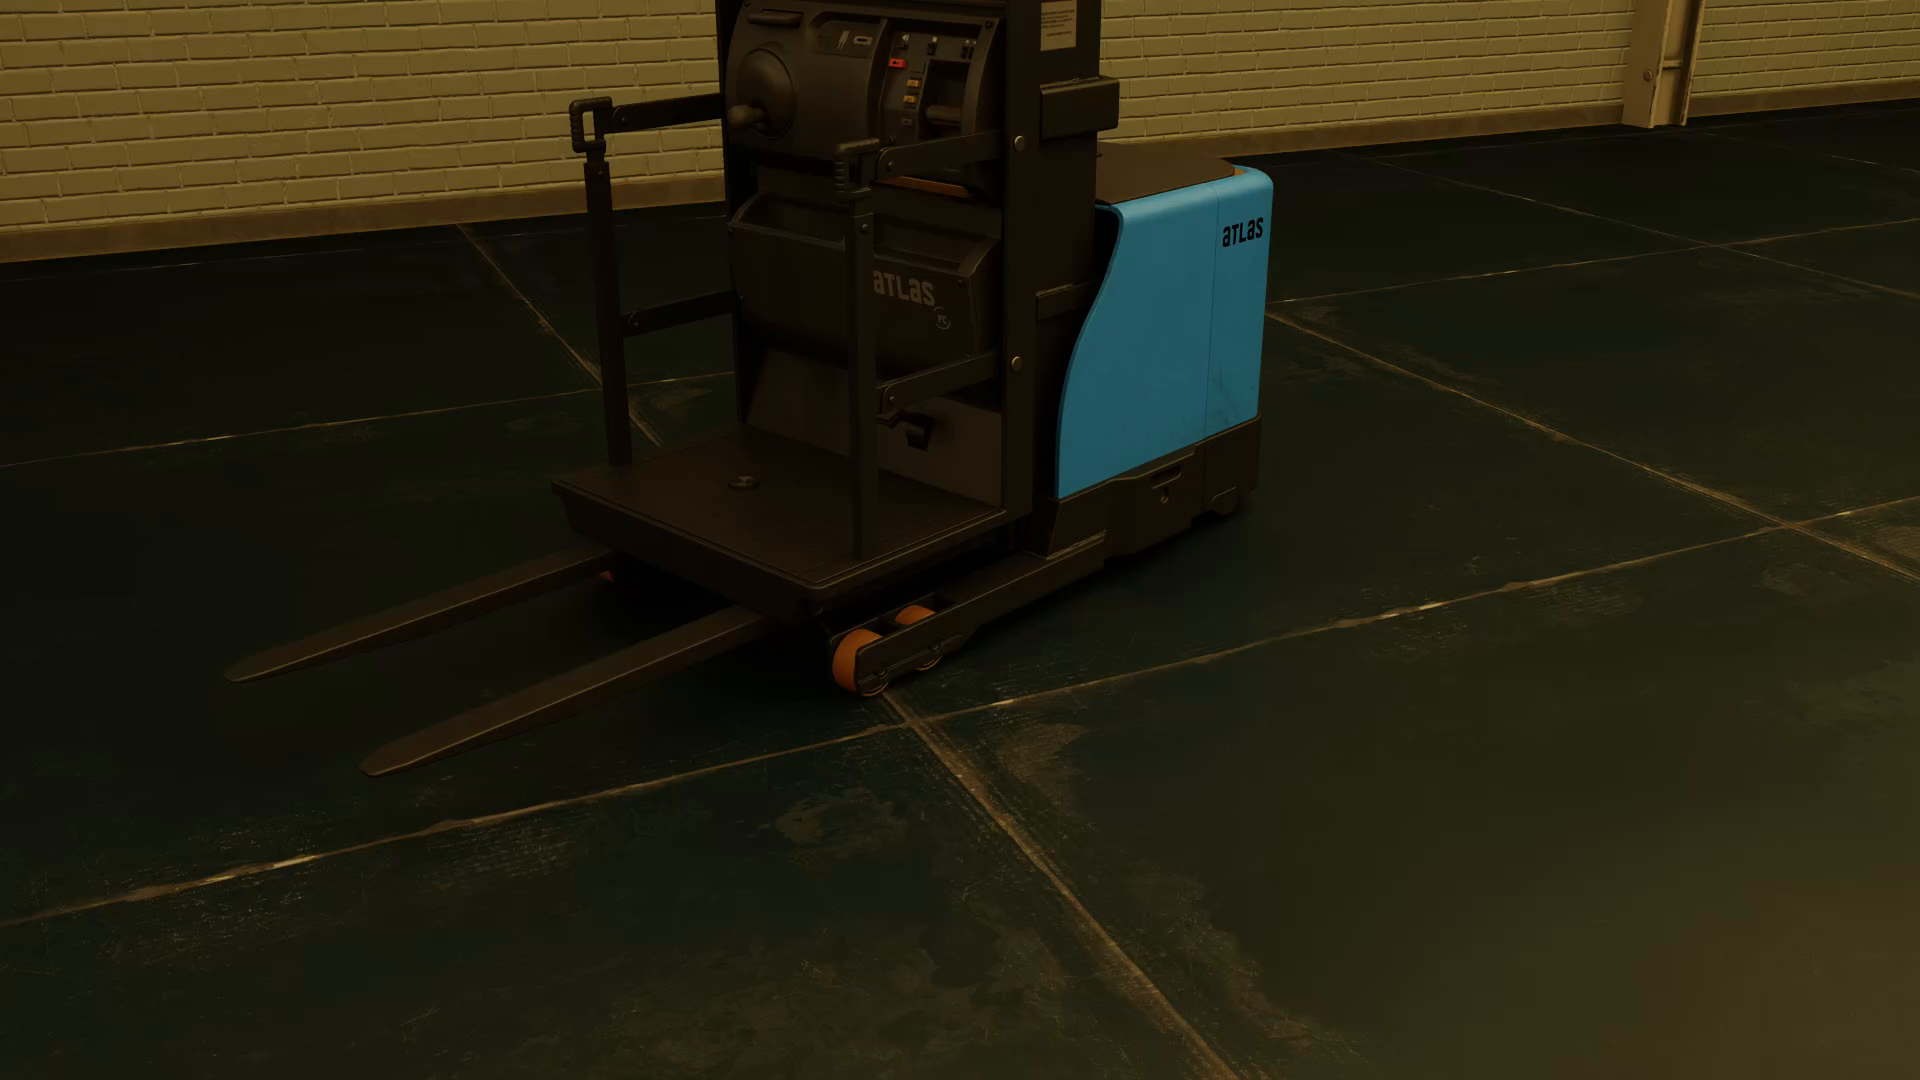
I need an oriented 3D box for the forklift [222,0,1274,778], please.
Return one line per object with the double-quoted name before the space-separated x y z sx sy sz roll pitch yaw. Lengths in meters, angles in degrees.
"forklift" -0.413 -1.182 4.131 1.130 2.935 3.031 19 29 39
